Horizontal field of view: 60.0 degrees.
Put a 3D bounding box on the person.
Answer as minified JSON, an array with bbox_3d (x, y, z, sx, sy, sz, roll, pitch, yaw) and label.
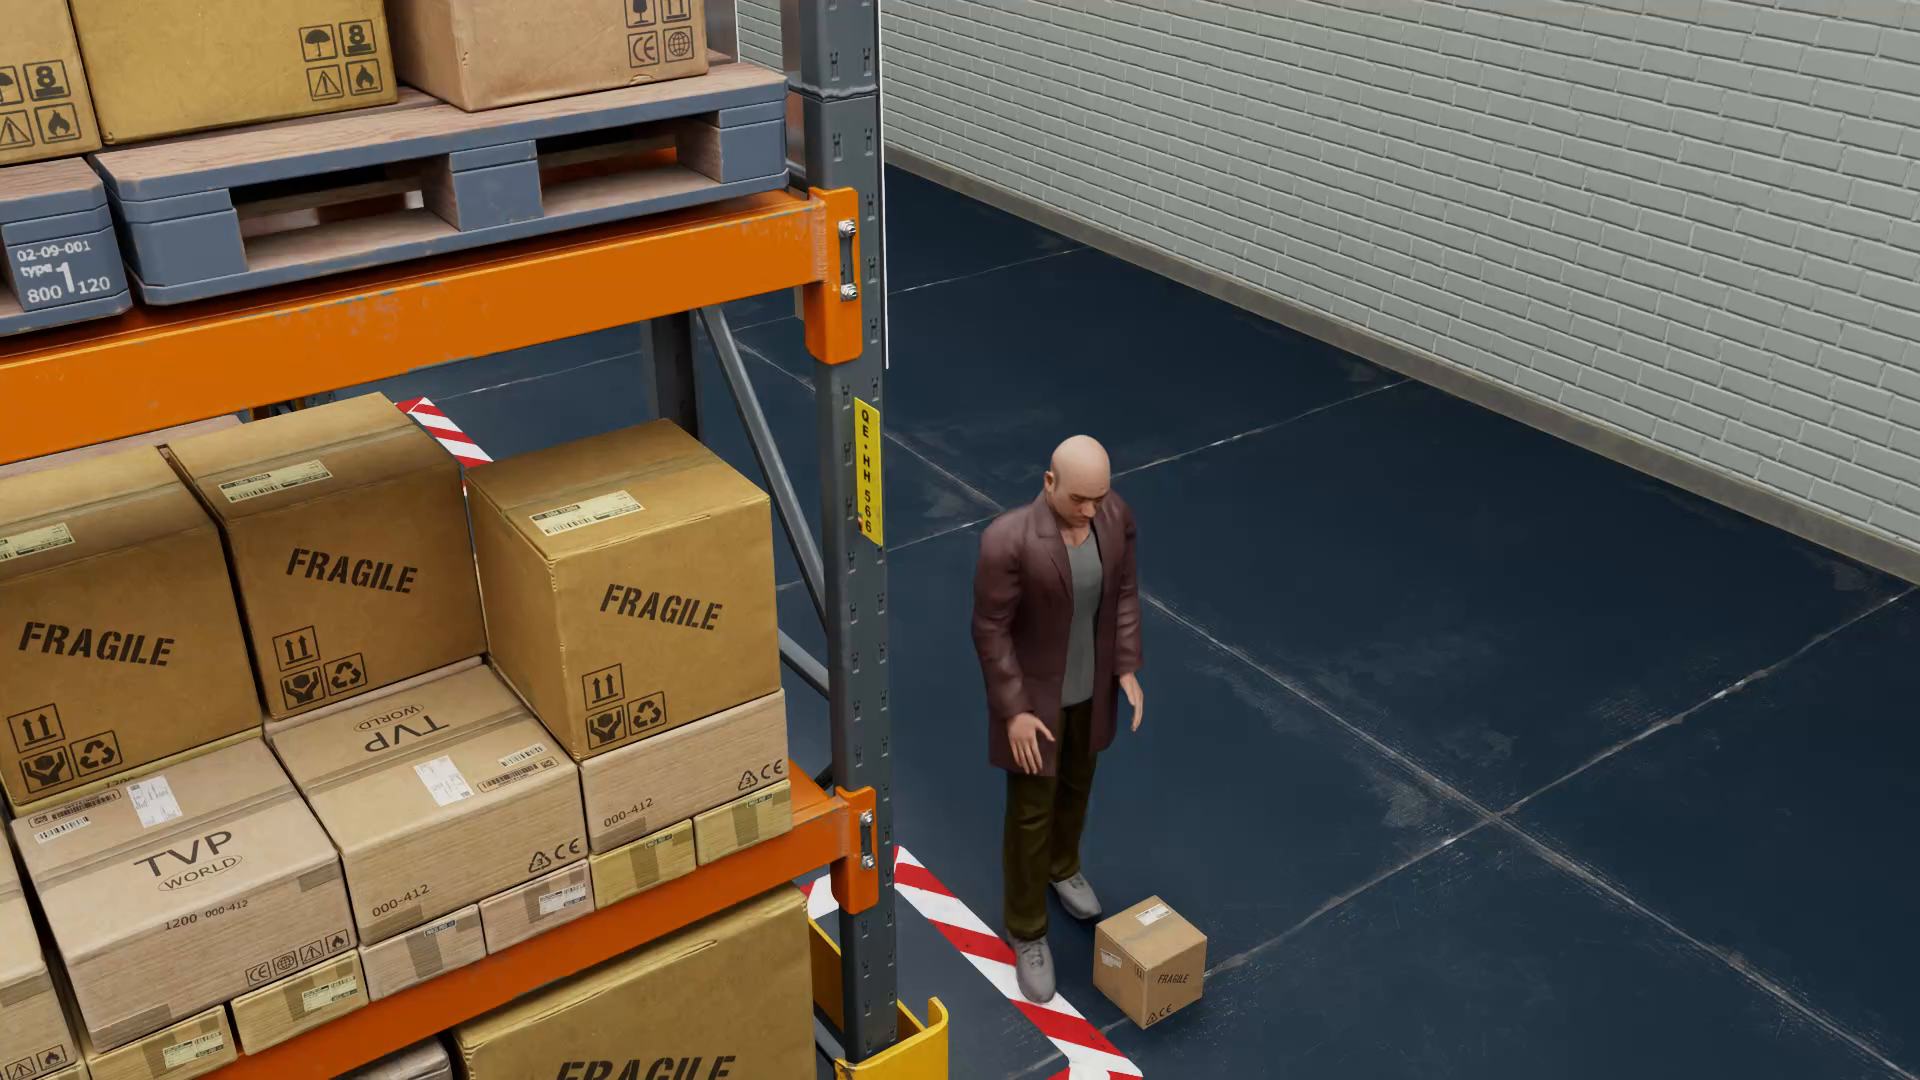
[{"bbox_3d":[0.343,0.506,5.171,0.596,1.784,0.599,-15,32,-26],"label":"person"}]
